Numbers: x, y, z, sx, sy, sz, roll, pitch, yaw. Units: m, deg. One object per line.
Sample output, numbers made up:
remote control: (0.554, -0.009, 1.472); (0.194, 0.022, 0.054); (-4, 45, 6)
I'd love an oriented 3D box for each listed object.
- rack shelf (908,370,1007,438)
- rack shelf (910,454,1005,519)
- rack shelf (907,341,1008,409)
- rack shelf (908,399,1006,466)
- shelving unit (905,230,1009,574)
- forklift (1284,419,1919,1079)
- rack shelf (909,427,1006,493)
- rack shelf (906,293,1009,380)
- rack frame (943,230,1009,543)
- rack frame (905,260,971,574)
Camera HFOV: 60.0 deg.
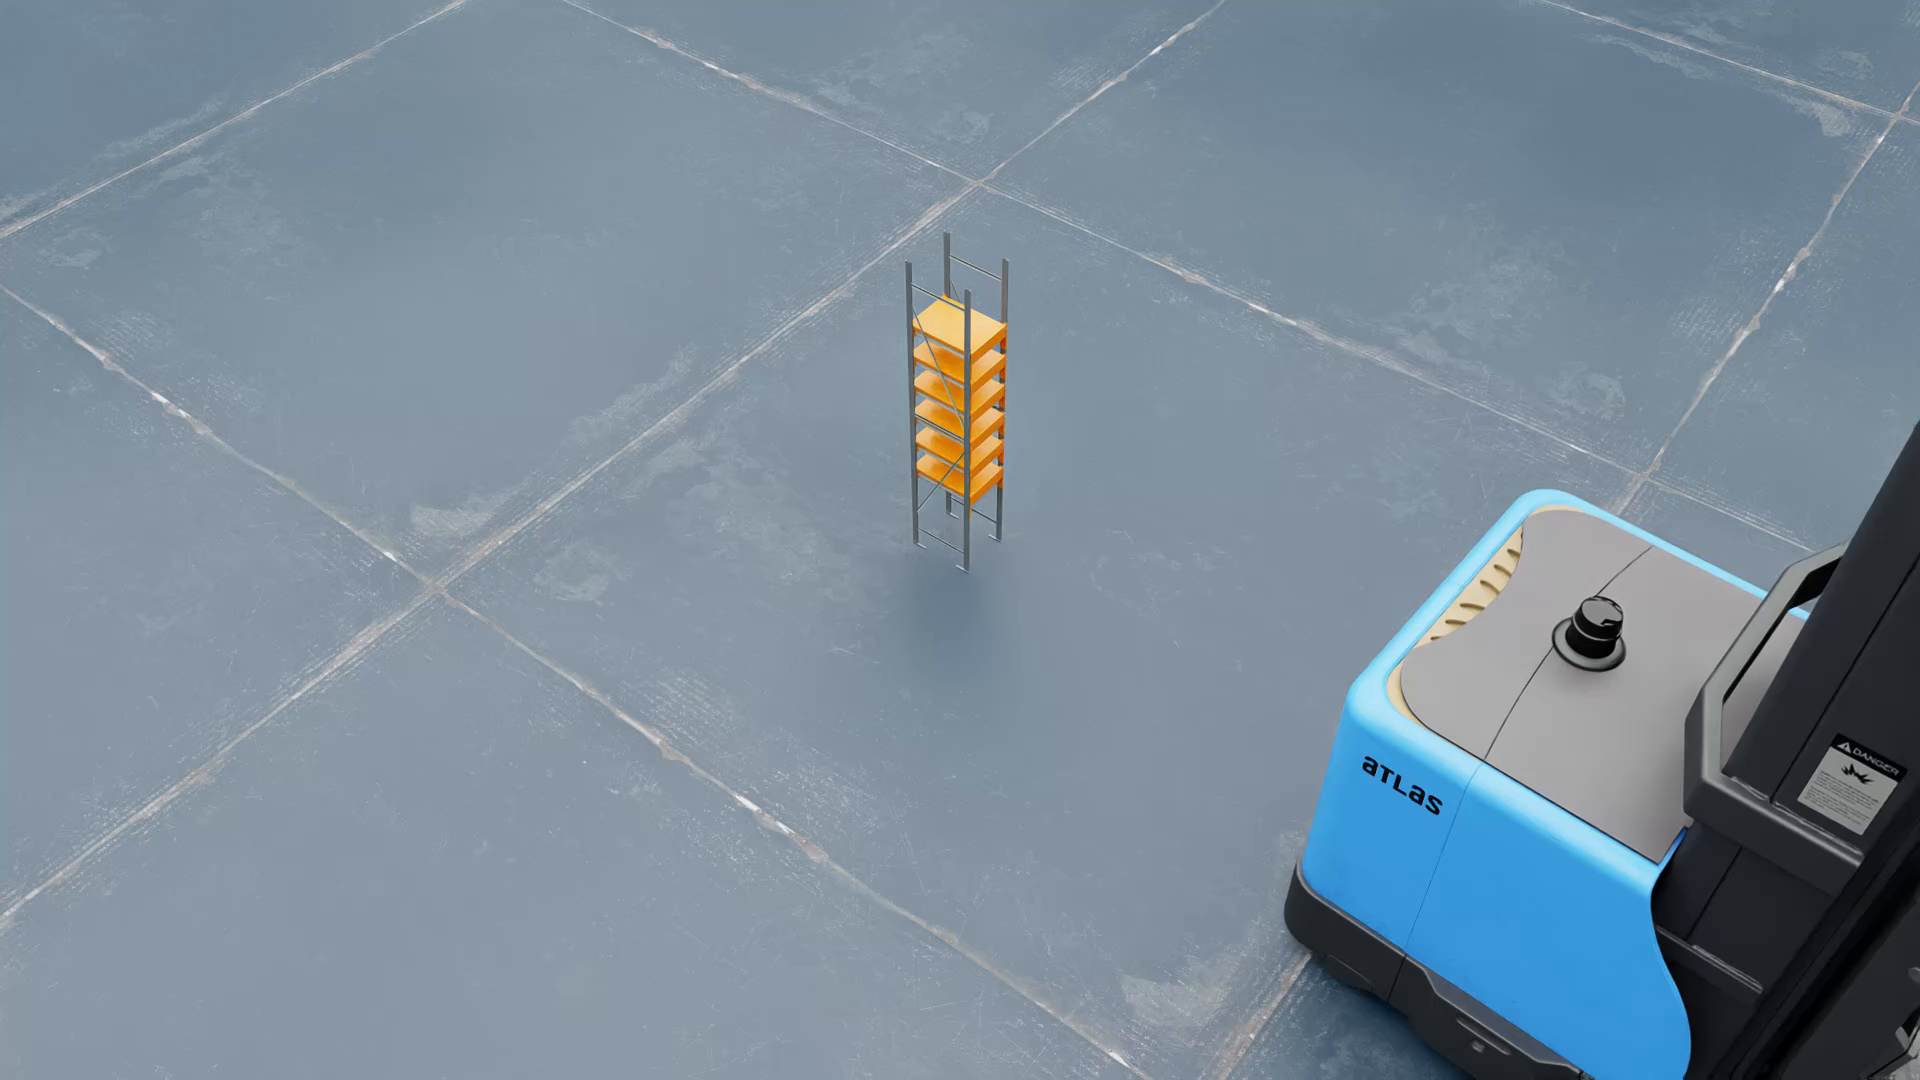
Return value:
rack shelf: (-0.009, -0.458, 5.254); (0.258, 0.103, 0.180); (29, 53, 25)
rack shelf: (-0.009, -0.210, 5.514); (0.258, 0.103, 0.180); (29, 53, 25)
rack shelf: (-0.009, -0.541, 5.167); (0.258, 0.103, 0.180); (29, 53, 25)
rack shelf: (-0.009, -0.375, 5.340); (0.258, 0.103, 0.180); (29, 53, 25)
shelving unit: (-0.009, -0.406, 5.308); (0.258, 1.200, 0.189); (29, 53, 25)
forklift: (2.350, 0.528, 3.218); (3.031, 2.935, 1.130); (32, 54, 27)
rack shelf: (-0.009, -0.293, 5.427); (0.258, 0.103, 0.180); (29, 53, 25)
rack shelf: (-0.009, -0.624, 5.080); (0.258, 0.103, 0.180); (29, 53, 25)
rack frame: (0.047, -0.459, 5.358); (0.240, 1.200, 0.006); (29, 53, 25)
rack frame: (-0.065, -0.354, 5.258); (0.240, 1.200, 0.006); (29, 53, 25)
